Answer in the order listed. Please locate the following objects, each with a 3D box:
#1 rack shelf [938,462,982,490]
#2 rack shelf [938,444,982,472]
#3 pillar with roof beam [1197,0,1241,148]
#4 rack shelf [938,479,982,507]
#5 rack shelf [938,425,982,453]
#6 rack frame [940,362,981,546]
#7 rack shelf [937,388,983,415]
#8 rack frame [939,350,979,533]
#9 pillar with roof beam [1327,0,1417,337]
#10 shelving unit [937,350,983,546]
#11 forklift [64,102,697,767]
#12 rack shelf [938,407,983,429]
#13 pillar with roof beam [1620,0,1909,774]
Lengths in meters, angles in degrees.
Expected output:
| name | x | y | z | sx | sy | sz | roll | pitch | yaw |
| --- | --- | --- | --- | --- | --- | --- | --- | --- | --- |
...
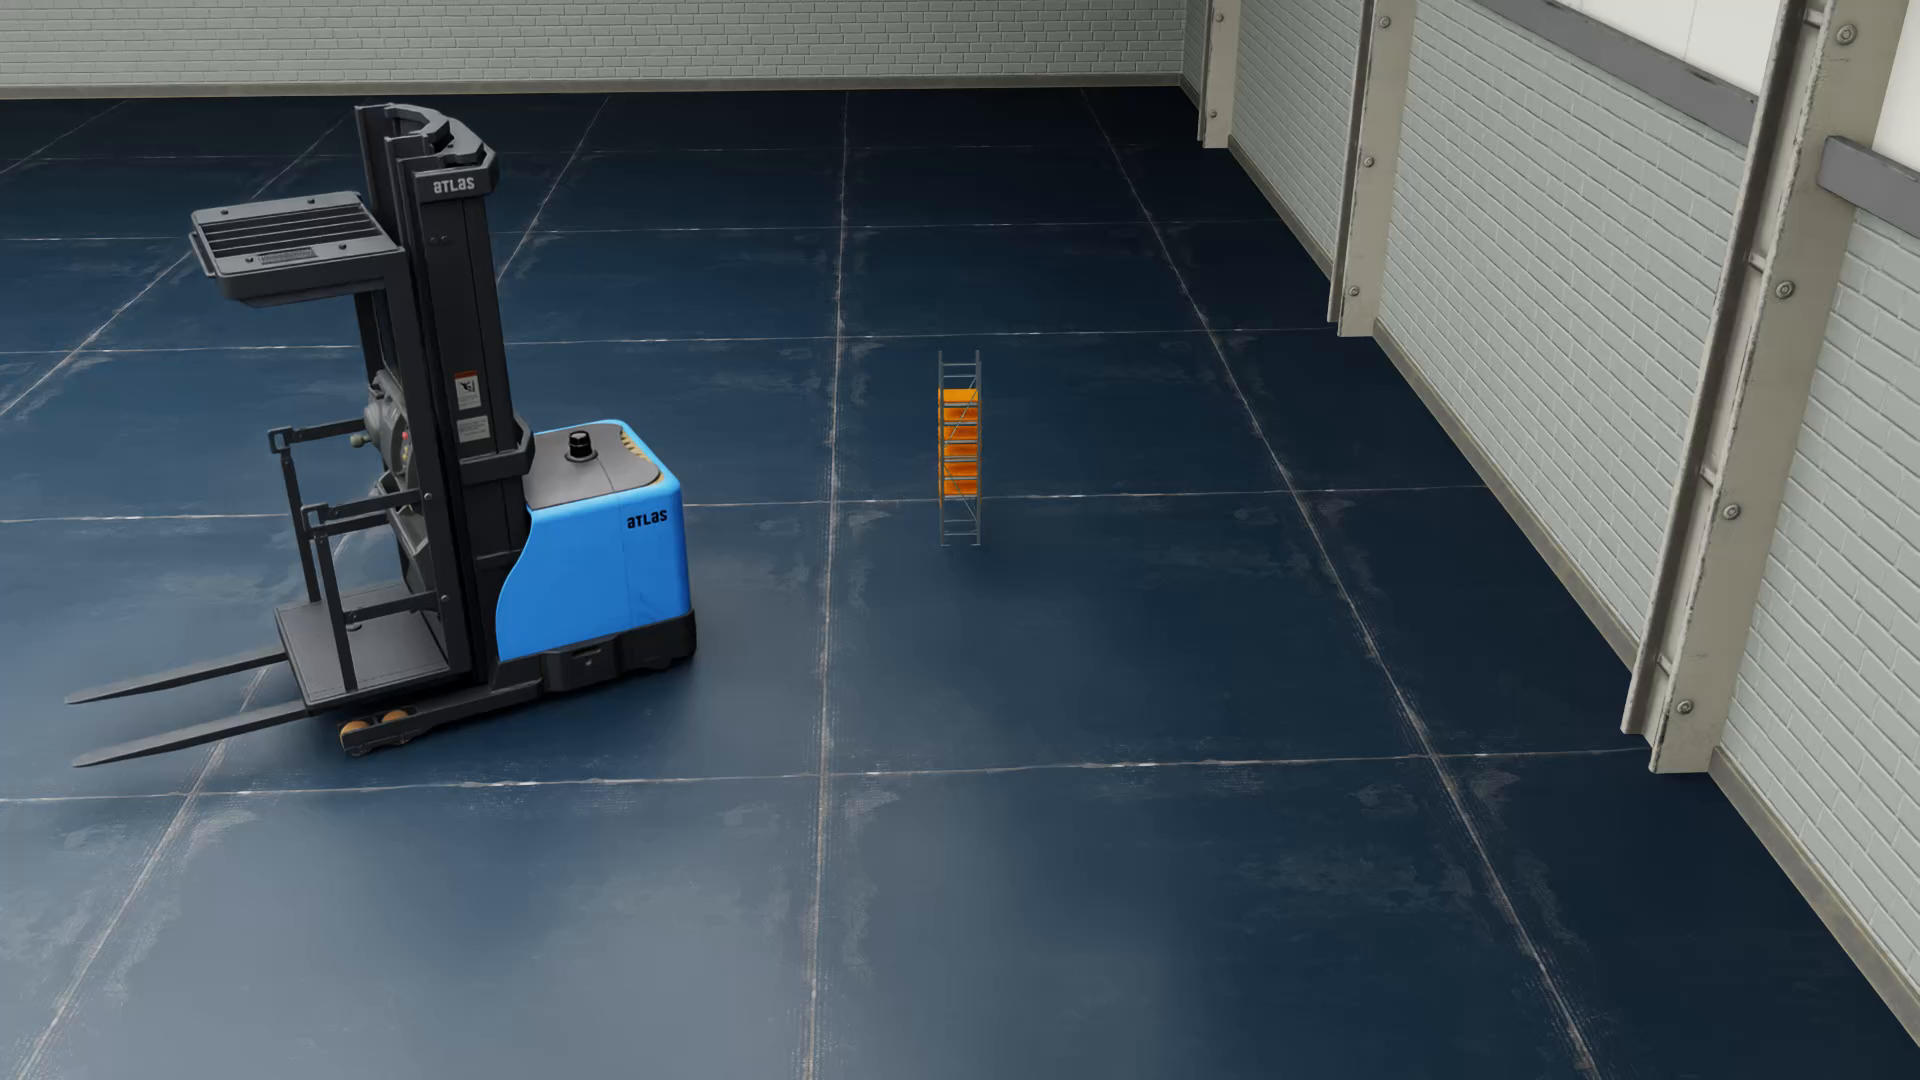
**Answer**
| name | x | y | z | sx | sy | sz | roll | pitch | yaw |
| --- | --- | --- | --- | --- | --- | --- | --- | --- | --- |
| rack shelf | -0.001 | -0.393 | 10.061 | 0.258 | 0.103 | 0.180 | -1 | 28 | -3 |
| rack shelf | -0.001 | -0.499 | 10.006 | 0.258 | 0.103 | 0.180 | -1 | 28 | -3 |
| pillar with roof beam | -1.418 | -8.389 | 16.604 | 9.100 | 9.000 | 0.400 | -1 | 28 | -3 |
| rack shelf | -0.001 | -0.286 | 10.117 | 0.258 | 0.103 | 0.180 | -1 | 28 | -3 |
| rack shelf | -0.001 | -0.606 | 9.950 | 0.258 | 0.103 | 0.180 | -1 | 28 | -3 |
| rack frame | 0.004 | -0.496 | 9.904 | 0.240 | 1.200 | 0.006 | -1 | 28 | -3 |
| rack shelf | -0.001 | -0.818 | 9.839 | 0.258 | 0.103 | 0.180 | -1 | 28 | -3 |
| rack frame | -0.006 | -0.581 | 10.066 | 0.240 | 1.200 | 0.006 | -1 | 28 | -3 |
| pillar with roof beam | -1.104 | -5.619 | 11.292 | 9.100 | 9.000 | 0.400 | -1 | 28 | -3 |
| shelving unit | -0.001 | -0.539 | 9.985 | 0.258 | 1.200 | 0.189 | -1 | 28 | -3 |
| forklift | -2.963 | -0.516 | 8.070 | 3.031 | 2.935 | 1.130 | -14 | 31 | -25 |
| rack shelf | -0.001 | -0.712 | 9.895 | 0.258 | 0.103 | 0.180 | -1 | 28 | -3 |
| pillar with roof beam | -0.791 | -2.848 | 5.979 | 9.100 | 9.000 | 0.400 | -1 | 28 | -3 |
